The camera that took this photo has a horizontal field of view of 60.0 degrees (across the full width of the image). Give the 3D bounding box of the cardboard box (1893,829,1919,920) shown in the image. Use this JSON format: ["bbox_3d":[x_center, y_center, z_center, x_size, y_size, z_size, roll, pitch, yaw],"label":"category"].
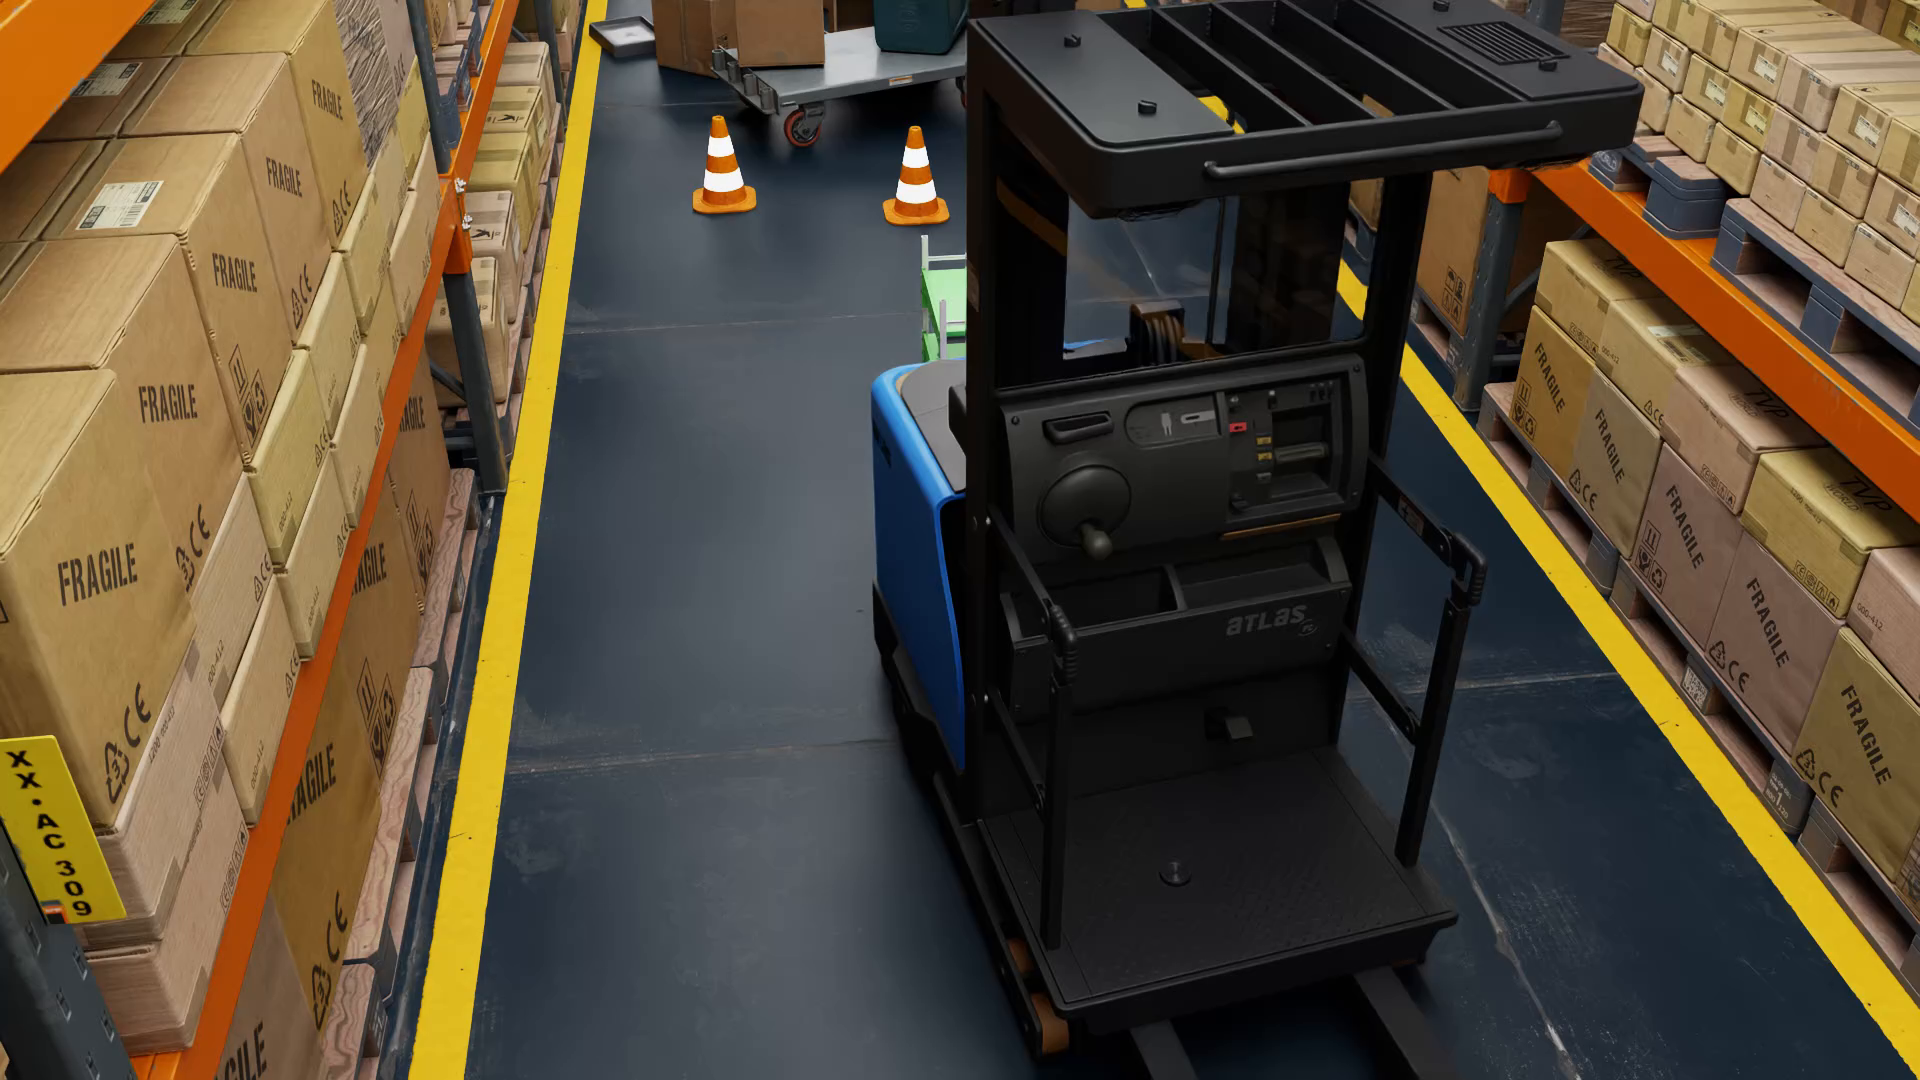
[{"bbox_3d":[2.801,0.853,4.181,0.500,0.500,0.500,-5,35,-7],"label":"cardboard box"}]

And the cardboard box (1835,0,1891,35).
[{"bbox_3d":[3.164,-1.781,5.522,0.380,0.149,0.250,-5,35,-7],"label":"cardboard box"}]

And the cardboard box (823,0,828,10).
[{"bbox_3d":[-0.610,-4.058,11.757,0.637,0.503,0.797,27,43,34],"label":"cardboard box"}]

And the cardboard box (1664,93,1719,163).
[{"bbox_3d":[2.545,-1.349,5.416,0.380,0.149,0.250,-3,34,-4],"label":"cardboard box"}]

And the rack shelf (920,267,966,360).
[{"bbox_3d":[0.022,-0.747,5.542,0.258,0.148,0.480,-4,35,-6],"label":"rack shelf"}]

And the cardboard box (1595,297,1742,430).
[{"bbox_3d":[2.533,-0.609,5.661,0.500,0.250,0.500,-5,35,-7],"label":"cardboard box"}]

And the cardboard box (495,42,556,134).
[{"bbox_3d":[-2.744,-2.441,9.128,0.950,0.372,0.625,-4,34,-6],"label":"cardboard box"}]

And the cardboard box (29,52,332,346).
[{"bbox_3d":[-1.752,-0.753,3.714,0.500,0.500,0.500,-5,35,-7],"label":"cardboard box"}]

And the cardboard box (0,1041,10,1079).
[{"bbox_3d":[-1.404,0.607,1.719,0.500,0.500,0.500,-5,35,-7],"label":"cardboard box"}]

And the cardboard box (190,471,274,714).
[{"bbox_3d":[-1.619,0.118,3.102,0.500,0.250,0.500,-4,34,-6],"label":"cardboard box"}]

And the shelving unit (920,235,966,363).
[{"bbox_3d":[0.022,-0.403,5.777,0.258,1.200,0.503,-4,35,-6],"label":"shelving unit"}]

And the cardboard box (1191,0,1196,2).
[{"bbox_3d":[1.934,-4.231,11.309,0.875,0.875,0.875,-4,34,-6],"label":"cardboard box"}]

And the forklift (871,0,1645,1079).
[{"bbox_3d":[0.620,-0.135,3.845,1.130,2.935,3.031,-10,35,-14],"label":"forklift"}]

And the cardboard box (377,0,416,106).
[{"bbox_3d":[-1.950,-1.599,4.956,0.500,0.500,0.500,-5,35,-8],"label":"cardboard box"}]

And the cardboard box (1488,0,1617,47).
[{"bbox_3d":[2.286,-2.117,6.604,0.500,0.500,0.500,-4,35,-6],"label":"cardboard box"}]

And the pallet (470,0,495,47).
[{"bbox_3d":[-2.586,-2.436,7.331,1.003,0.211,1.213,-4,35,-6],"label":"pallet"}]

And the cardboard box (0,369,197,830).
[{"bbox_3d":[-1.515,0.097,2.467,0.500,0.500,0.500,-4,34,-6],"label":"cardboard box"}]

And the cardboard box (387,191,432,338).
[{"bbox_3d":[-1.870,-0.805,4.901,0.500,0.250,0.500,-4,34,-6],"label":"cardboard box"}]

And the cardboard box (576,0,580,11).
[{"bbox_3d":[-2.786,-3.625,10.975,0.500,0.250,0.500,-5,35,-7],"label":"cardboard box"}]

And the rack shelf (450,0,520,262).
[{"bbox_3d":[-2.548,-2.232,7.501,1.077,0.370,4.000,-4,35,-6],"label":"rack shelf"}]

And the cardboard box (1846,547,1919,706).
[{"bbox_3d":[2.744,0.253,4.396,0.500,0.250,0.500,-3,34,-4],"label":"cardboard box"}]

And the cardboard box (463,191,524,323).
[{"bbox_3d":[-2.452,-1.228,7.349,0.950,0.372,0.625,-5,35,-7],"label":"cardboard box"}]

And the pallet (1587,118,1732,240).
[{"bbox_3d":[2.814,-1.376,5.775,1.213,0.211,1.003,-4,35,-6],"label":"pallet"}]

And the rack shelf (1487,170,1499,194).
[{"bbox_3d":[2.343,-2.663,8.133,1.077,0.370,4.000,-4,35,-6],"label":"rack shelf"}]

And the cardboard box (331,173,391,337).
[{"bbox_3d":[-1.801,-0.737,4.357,0.500,0.250,0.500,-5,35,-8],"label":"cardboard box"}]

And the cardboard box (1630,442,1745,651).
[{"bbox_3d":[2.599,-0.005,5.440,0.500,0.500,0.500,-5,35,-8],"label":"cardboard box"}]

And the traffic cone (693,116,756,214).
[{"bbox_3d":[-1.263,-2.011,8.790,0.336,0.463,0.334,-4,35,-6],"label":"traffic cone"}]

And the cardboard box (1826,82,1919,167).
[{"bbox_3d":[2.661,-1.154,4.602,0.380,0.149,0.250,-3,34,-5],"label":"cardboard box"}]

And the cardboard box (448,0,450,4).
[{"bbox_3d":[-2.187,-2.310,6.250,0.500,0.500,0.500,-3,34,-4],"label":"cardboard box"}]

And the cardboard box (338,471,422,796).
[{"bbox_3d":[-2.153,0.181,4.835,0.875,0.875,0.875,-4,34,-6],"label":"cardboard box"}]

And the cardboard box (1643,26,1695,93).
[{"bbox_3d":[2.517,-1.601,5.522,0.380,0.149,0.250,-3,34,-4],"label":"cardboard box"}]

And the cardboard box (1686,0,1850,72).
[{"bbox_3d":[2.550,-1.601,5.257,0.380,0.149,0.250,-5,35,-7],"label":"cardboard box"}]

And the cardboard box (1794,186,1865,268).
[{"bbox_3d":[2.653,-0.910,4.771,0.380,0.149,0.250,-4,34,-6],"label":"cardboard box"}]

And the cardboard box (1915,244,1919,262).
[{"bbox_3d":[2.720,-0.748,4.269,0.380,0.149,0.250,-4,35,-6],"label":"cardboard box"}]

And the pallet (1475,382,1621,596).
[{"bbox_3d":[2.716,-0.256,6.438,1.003,0.211,1.213,-4,35,-6],"label":"pallet"}]

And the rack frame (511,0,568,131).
[{"bbox_3d":[-2.817,-3.645,8.936,1.000,3.000,0.127,-4,35,-6],"label":"rack frame"}]

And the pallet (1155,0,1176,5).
[{"bbox_3d":[1.882,-4.037,11.986,1.003,0.211,1.213,-4,35,-6],"label":"pallet"}]

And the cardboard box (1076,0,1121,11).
[{"bbox_3d":[0.849,-3.833,11.429,0.500,0.500,0.500,1,34,2],"label":"cardboard box"}]

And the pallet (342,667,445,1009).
[{"bbox_3d":[-2.087,0.864,4.795,1.003,0.211,1.213,-4,35,-6],"label":"pallet"}]

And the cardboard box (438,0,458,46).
[{"bbox_3d":[-2.134,-1.995,6.364,0.380,0.149,0.250,-7,35,-9],"label":"cardboard box"}]

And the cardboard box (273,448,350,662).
[{"bbox_3d":[-1.663,0.039,3.662,0.500,0.250,0.500,-5,35,-7],"label":"cardboard box"}]

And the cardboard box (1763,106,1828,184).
[{"bbox_3d":[2.623,-1.173,4.893,0.380,0.149,0.250,-4,35,-6],"label":"cardboard box"}]

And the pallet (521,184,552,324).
[{"bbox_3d":[-2.544,-1.376,8.082,1.003,0.211,1.213,-4,35,-6],"label":"pallet"}]
